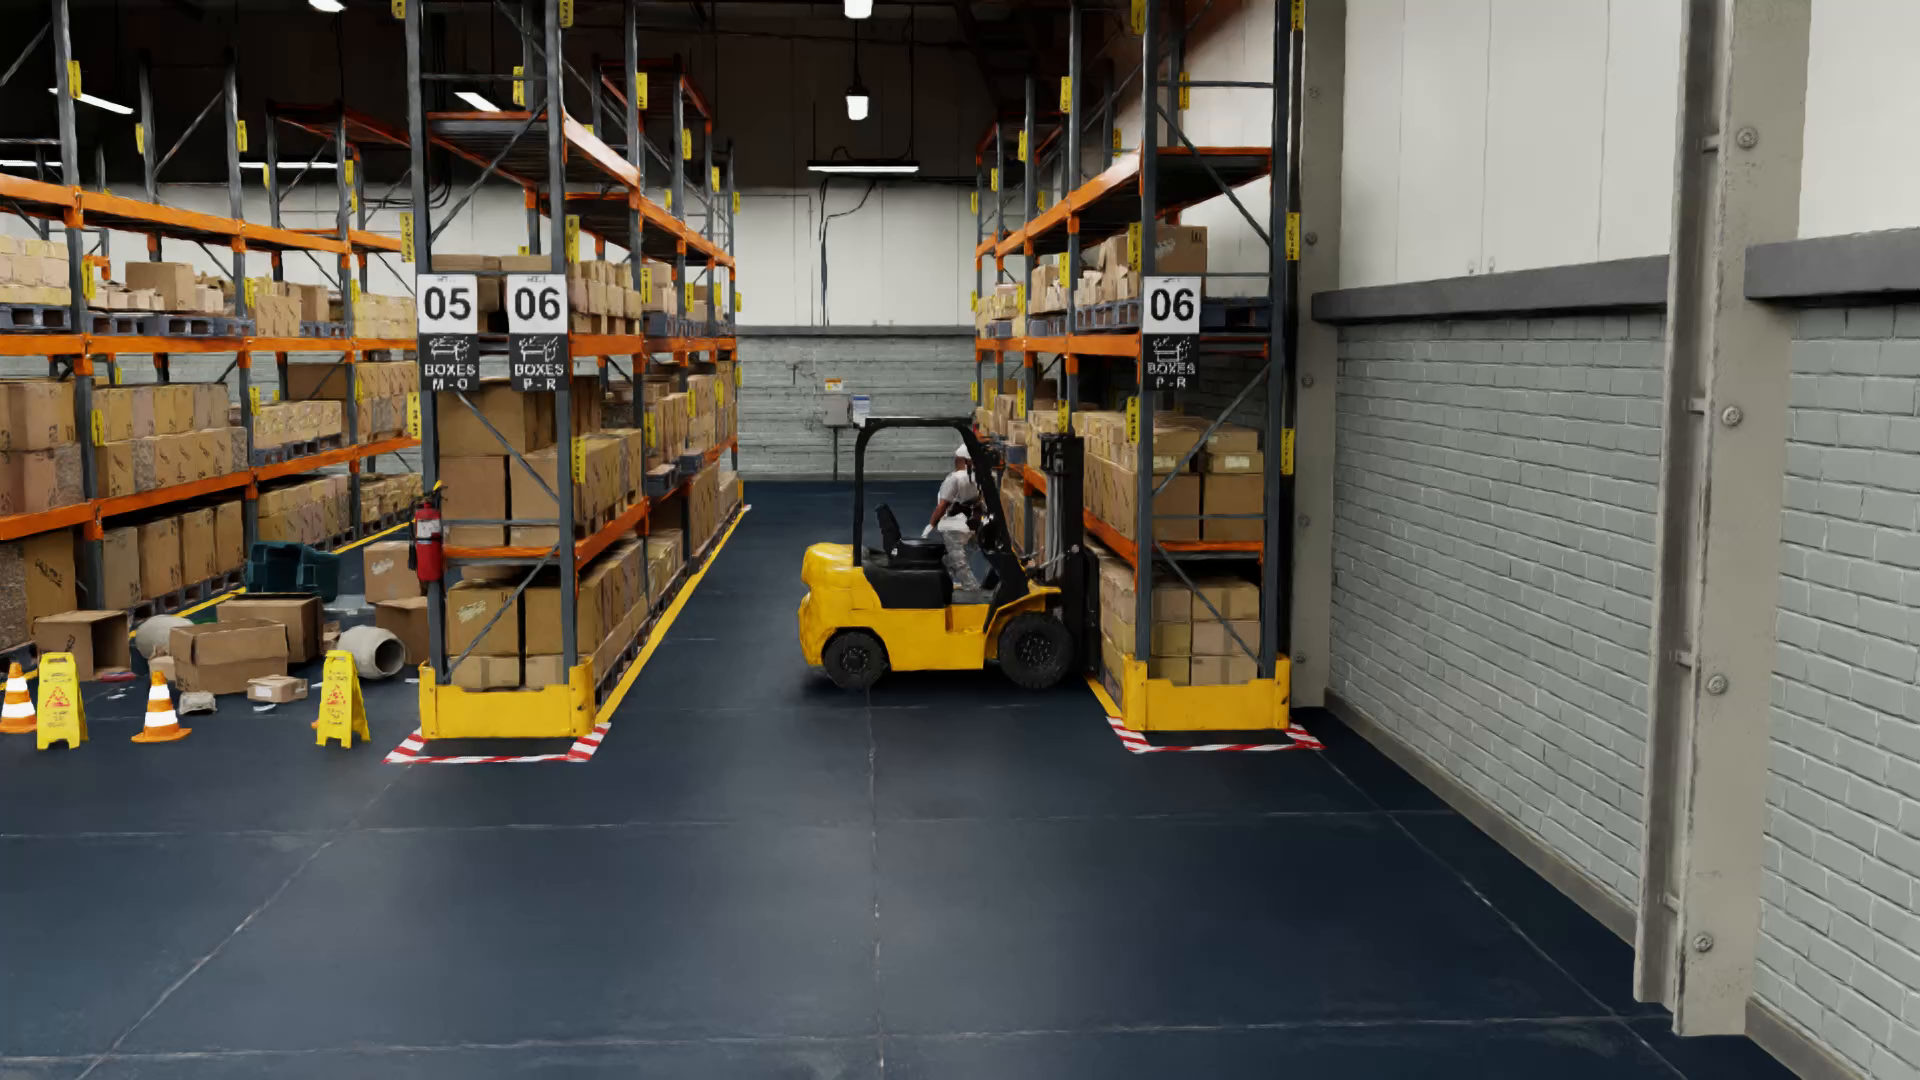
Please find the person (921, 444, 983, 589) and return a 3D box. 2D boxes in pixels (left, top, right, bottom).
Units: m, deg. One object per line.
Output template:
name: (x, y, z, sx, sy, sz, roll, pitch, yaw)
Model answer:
person: (-0.068, -0.072, 16.336, 0.723, 1.746, 0.597, 2, 7, 19)
